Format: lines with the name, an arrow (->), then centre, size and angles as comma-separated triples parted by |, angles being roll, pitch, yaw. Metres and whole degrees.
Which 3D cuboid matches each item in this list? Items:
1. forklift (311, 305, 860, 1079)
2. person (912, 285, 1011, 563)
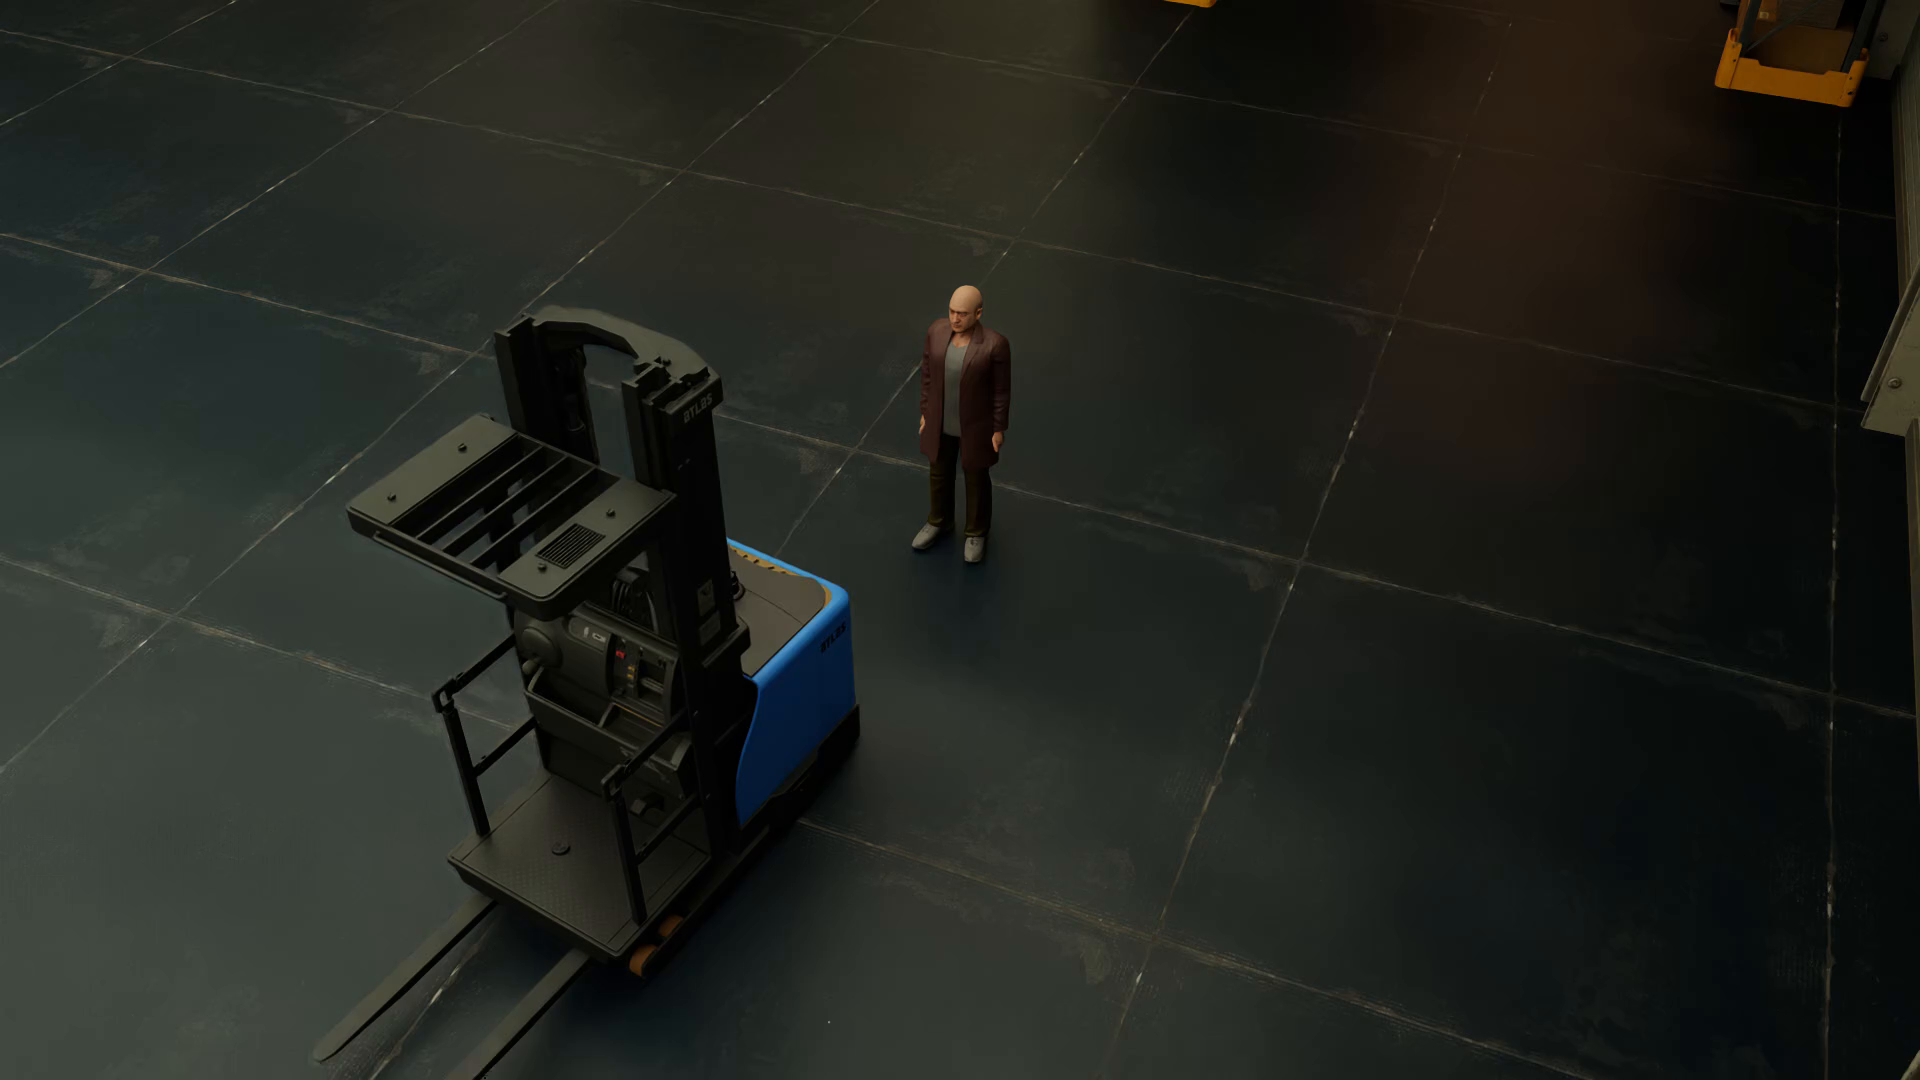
forklift -> -1.746, 0.588, 7.304 | 1.130, 2.935, 3.031 | 22, 45, 24
person -> 0.003, -0.669, 9.701 | 0.551, 1.782, 0.390 | 15, 42, 17
